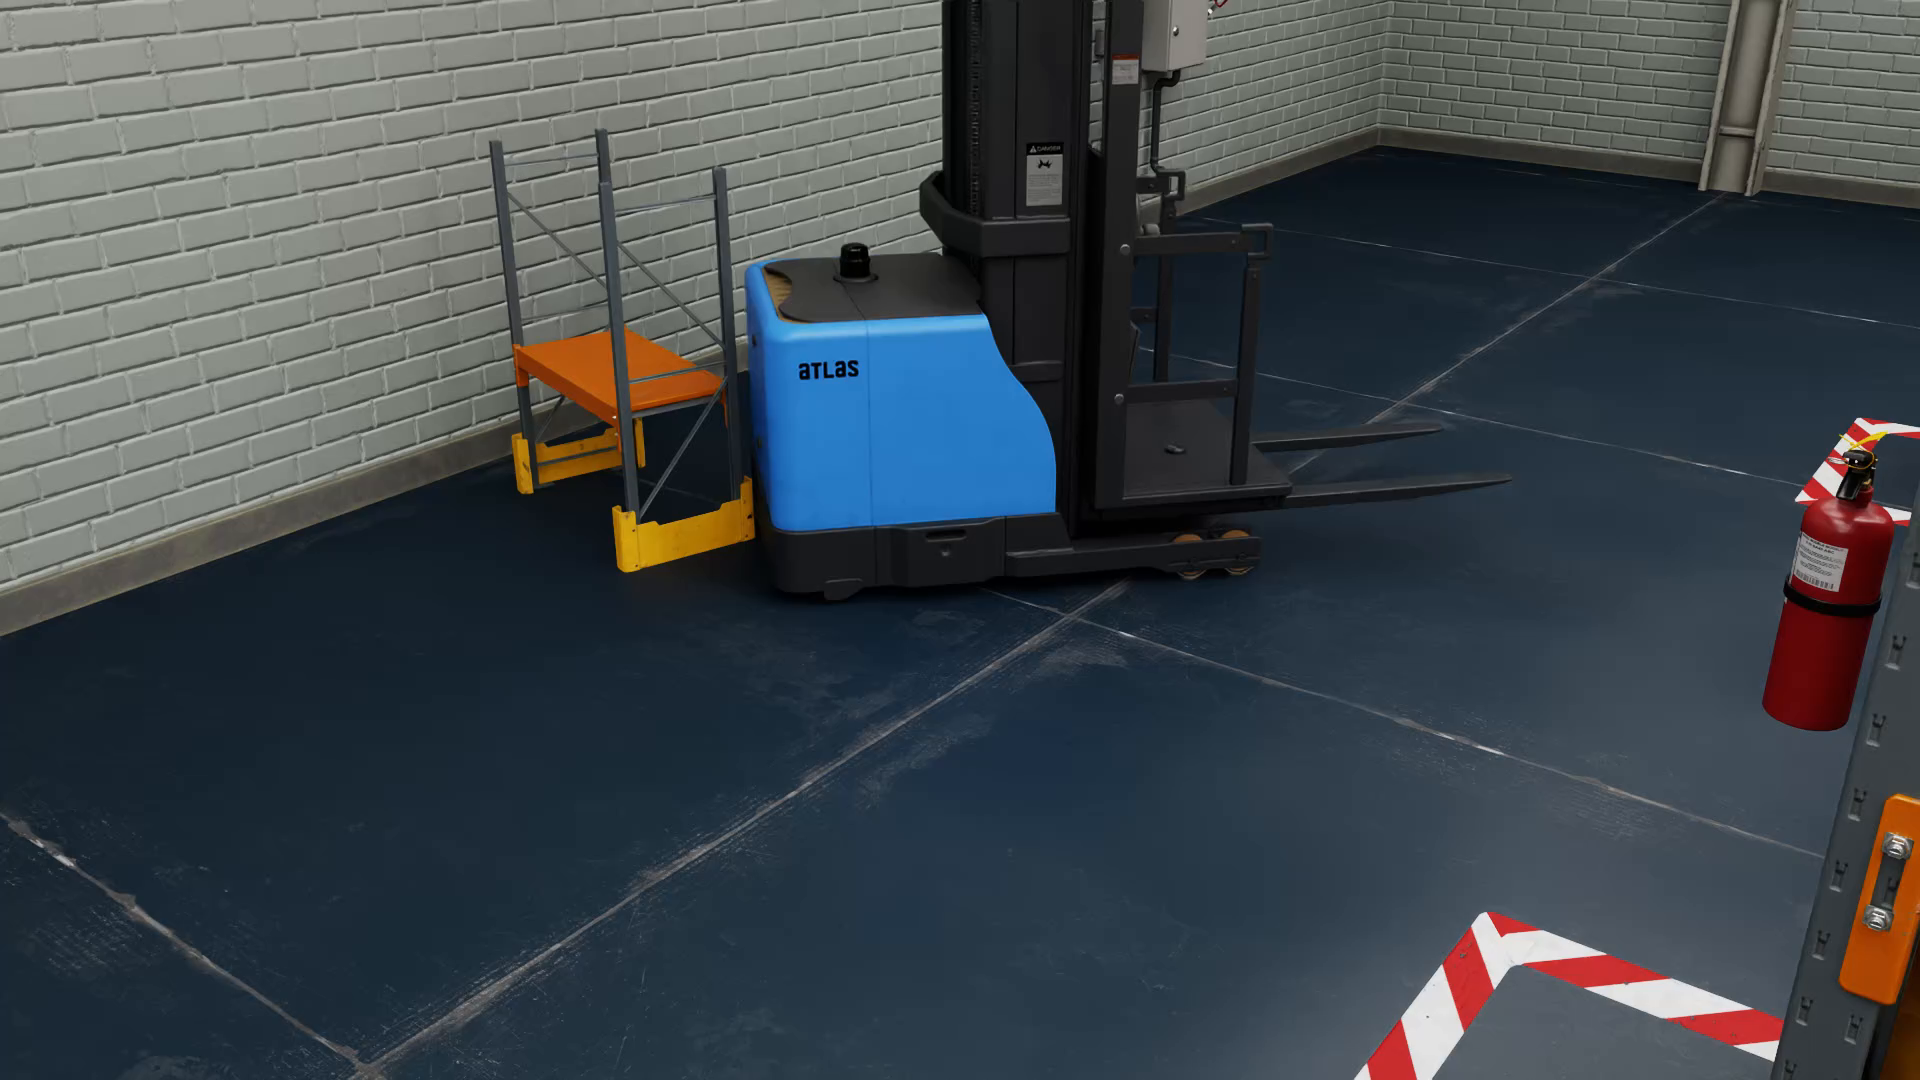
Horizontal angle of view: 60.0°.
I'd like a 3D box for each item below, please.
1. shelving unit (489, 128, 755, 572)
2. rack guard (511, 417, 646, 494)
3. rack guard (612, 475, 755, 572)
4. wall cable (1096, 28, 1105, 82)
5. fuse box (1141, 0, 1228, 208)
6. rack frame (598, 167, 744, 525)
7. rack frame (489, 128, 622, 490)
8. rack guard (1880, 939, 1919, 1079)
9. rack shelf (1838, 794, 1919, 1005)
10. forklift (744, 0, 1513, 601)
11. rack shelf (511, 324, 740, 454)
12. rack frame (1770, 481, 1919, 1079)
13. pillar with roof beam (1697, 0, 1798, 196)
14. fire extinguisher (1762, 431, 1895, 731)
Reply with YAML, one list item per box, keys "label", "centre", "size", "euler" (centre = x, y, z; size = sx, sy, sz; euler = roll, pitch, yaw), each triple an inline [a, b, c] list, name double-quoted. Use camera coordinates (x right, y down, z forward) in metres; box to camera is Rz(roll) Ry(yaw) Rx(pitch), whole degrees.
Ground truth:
- label: "shelving unit"
  centre: [-1.381, -0.802, 6.710]
  size: [0.587, 1.500, 1.083]
  euler: [-16, 29, -33]
- label: "rack guard"
  centre: [-1.674, -0.392, 7.331]
  size: [0.587, 0.250, 0.087]
  euler: [-16, 29, -33]
- label: "rack guard"
  centre: [-1.088, -0.068, 6.594]
  size: [0.587, 0.250, 0.087]
  euler: [-16, 29, -33]
- label: "wall cable"
  centre: [0.944, -3.835, 10.473]
  size: [0.122, 1.984, 0.588]
  euler: [17, 29, 33]
- label: "fuse box"
  centre: [1.479, -2.962, 11.351]
  size: [0.414, 1.711, 0.539]
  euler: [17, 29, 33]
- label: "rack frame"
  centre: [-1.076, -0.633, 6.328]
  size: [0.500, 1.500, 0.032]
  euler: [-16, 29, -33]
- label: "rack frame"
  centre: [-1.675, -0.965, 7.079]
  size: [0.500, 1.500, 0.032]
  euler: [-16, 29, -33]
- label: "rack guard"
  centre: [1.802, 1.230, 3.338]
  size: [0.348, 0.500, 1.175]
  euler: [17, 29, 33]
- label: "rack shelf"
  centre: [3.341, 0.881, 1.923]
  size: [4.000, 0.370, 1.077]
  euler: [17, 29, 33]
- label: "forklift"
  centre: [0.702, -1.398, 6.289]
  size: [3.031, 2.935, 1.130]
  euler: [-5, 24, -10]
- label: "rack shelf"
  centre: [-1.376, -0.634, 6.776]
  size: [0.538, 0.185, 1.000]
  euler: [-16, 29, -33]
- label: "rack frame"
  centre: [1.739, 0.069, 2.873]
  size: [0.053, 2.616, 0.949]
  euler: [17, 29, 33]
- label: "pillar with roof beam"
  centre: [3.404, -5.455, 7.970]
  size: [0.400, 9.000, 9.100]
  euler: [17, 29, 33]
- label: "fire extinguisher"
  centre: [1.816, 0.064, 3.442]
  size: [0.183, 0.674, 0.296]
  euler: [17, 29, 33]
